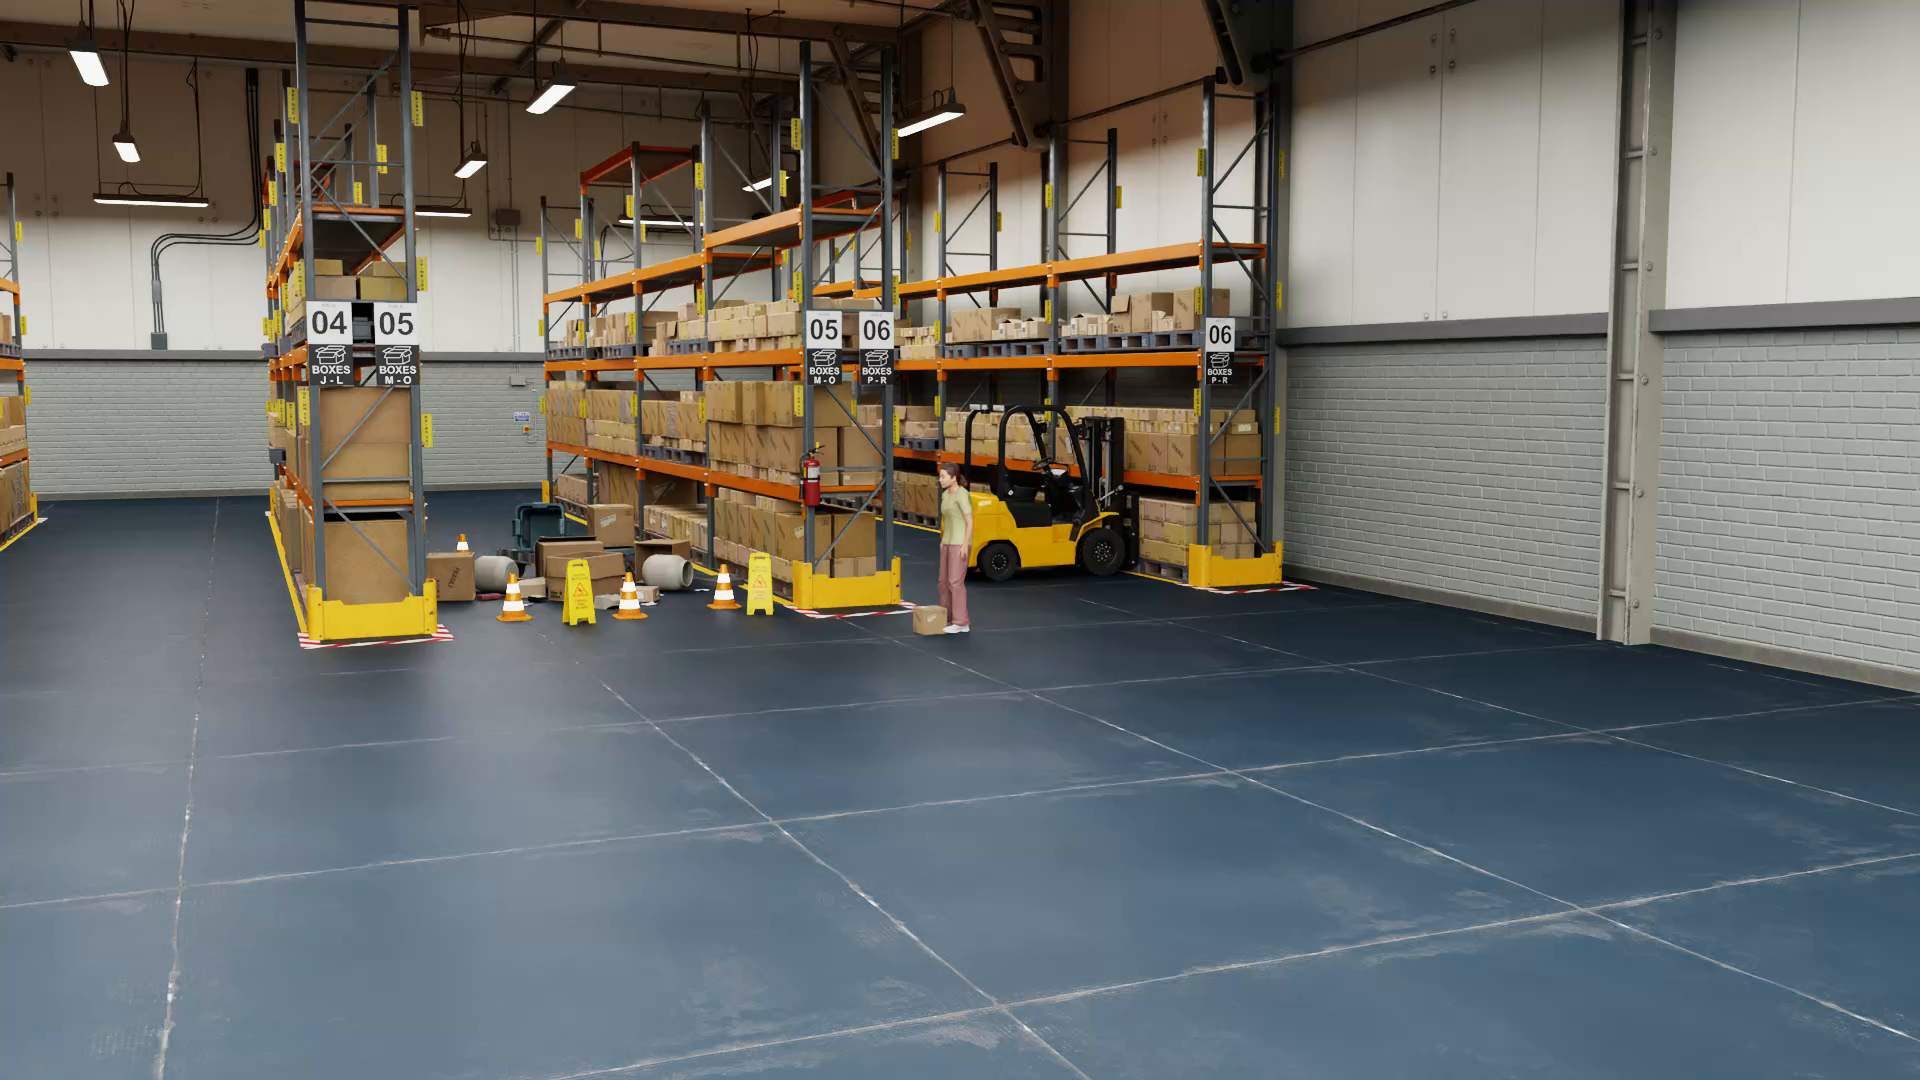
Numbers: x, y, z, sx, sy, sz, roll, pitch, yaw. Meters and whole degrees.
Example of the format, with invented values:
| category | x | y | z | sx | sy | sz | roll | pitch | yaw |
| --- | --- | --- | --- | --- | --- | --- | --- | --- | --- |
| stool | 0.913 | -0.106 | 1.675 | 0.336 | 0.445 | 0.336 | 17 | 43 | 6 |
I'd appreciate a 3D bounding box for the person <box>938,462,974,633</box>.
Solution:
| category | x | y | z | sx | sy | sz | roll | pitch | yaw |
| --- | --- | --- | --- | --- | --- | --- | --- | --- | --- |
| person | -0.063 | 0.065 | 16.290 | 0.357 | 1.671 | 0.520 | -3 | 6 | -27 |
